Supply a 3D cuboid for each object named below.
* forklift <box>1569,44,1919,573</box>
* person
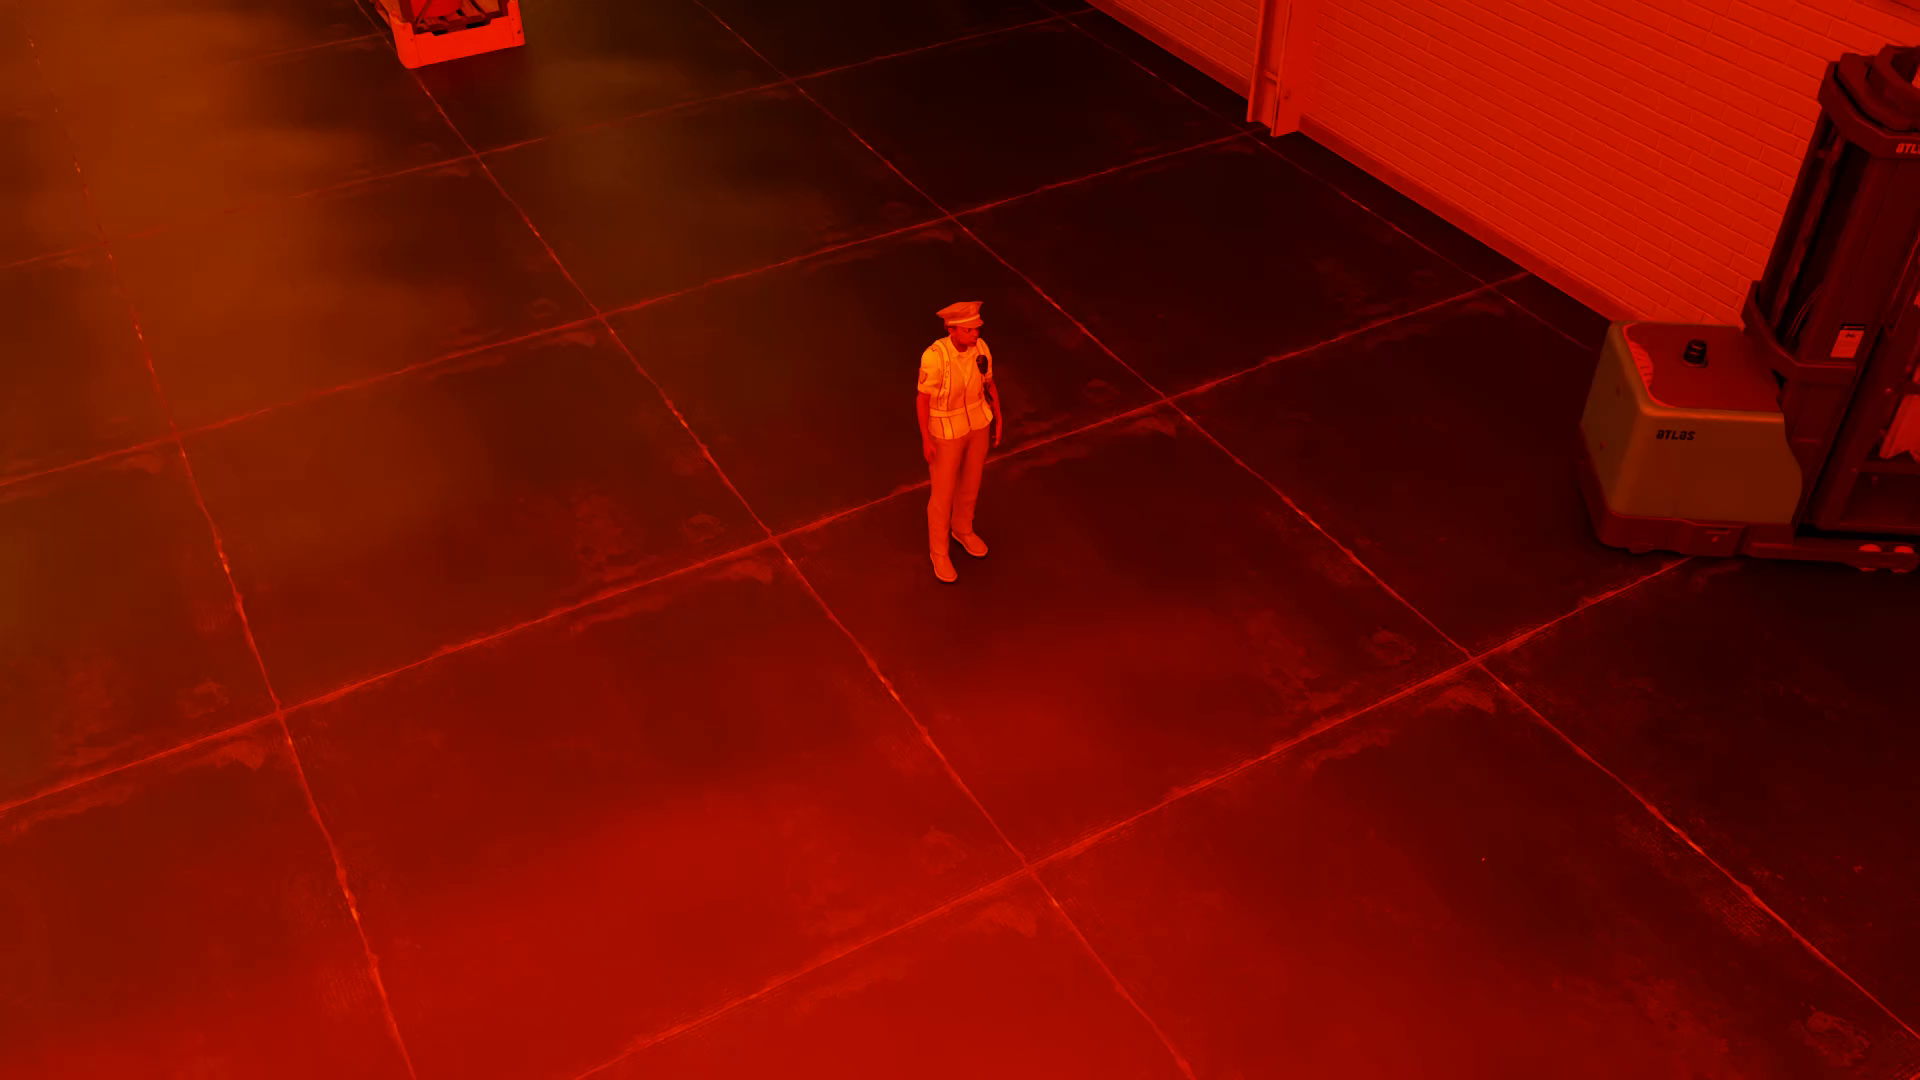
[{"bbox_3d":[5.466,-1.284,9.584,3.031,2.935,1.130,3,40,4],"label":"forklift"},{"bbox_3d":[0.020,-0.610,9.729,0.569,1.695,0.530,-20,44,-23],"label":"person"}]
